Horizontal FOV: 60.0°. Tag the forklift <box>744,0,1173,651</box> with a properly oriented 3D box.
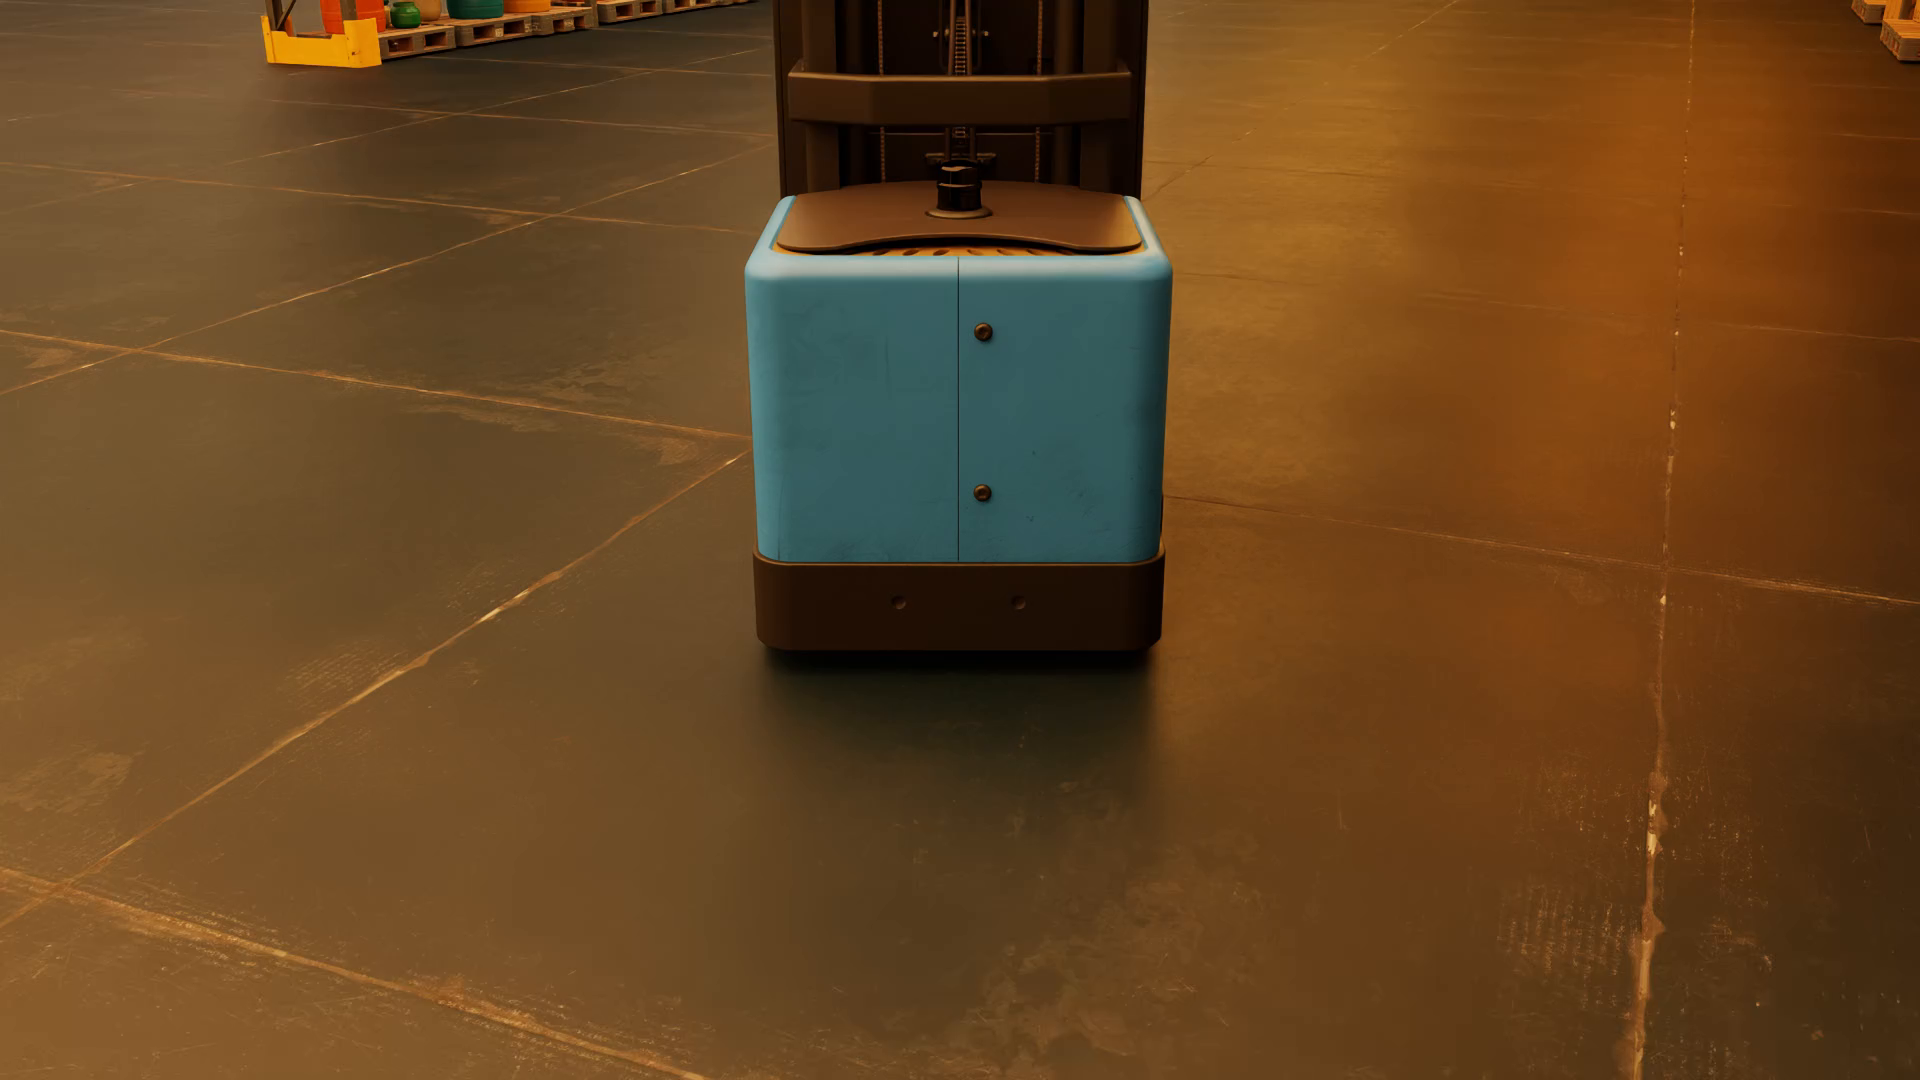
[{"bbox_3d":[0.002,-1.587,5.089,1.130,2.935,3.031,0,23,0],"label":"forklift"}]
